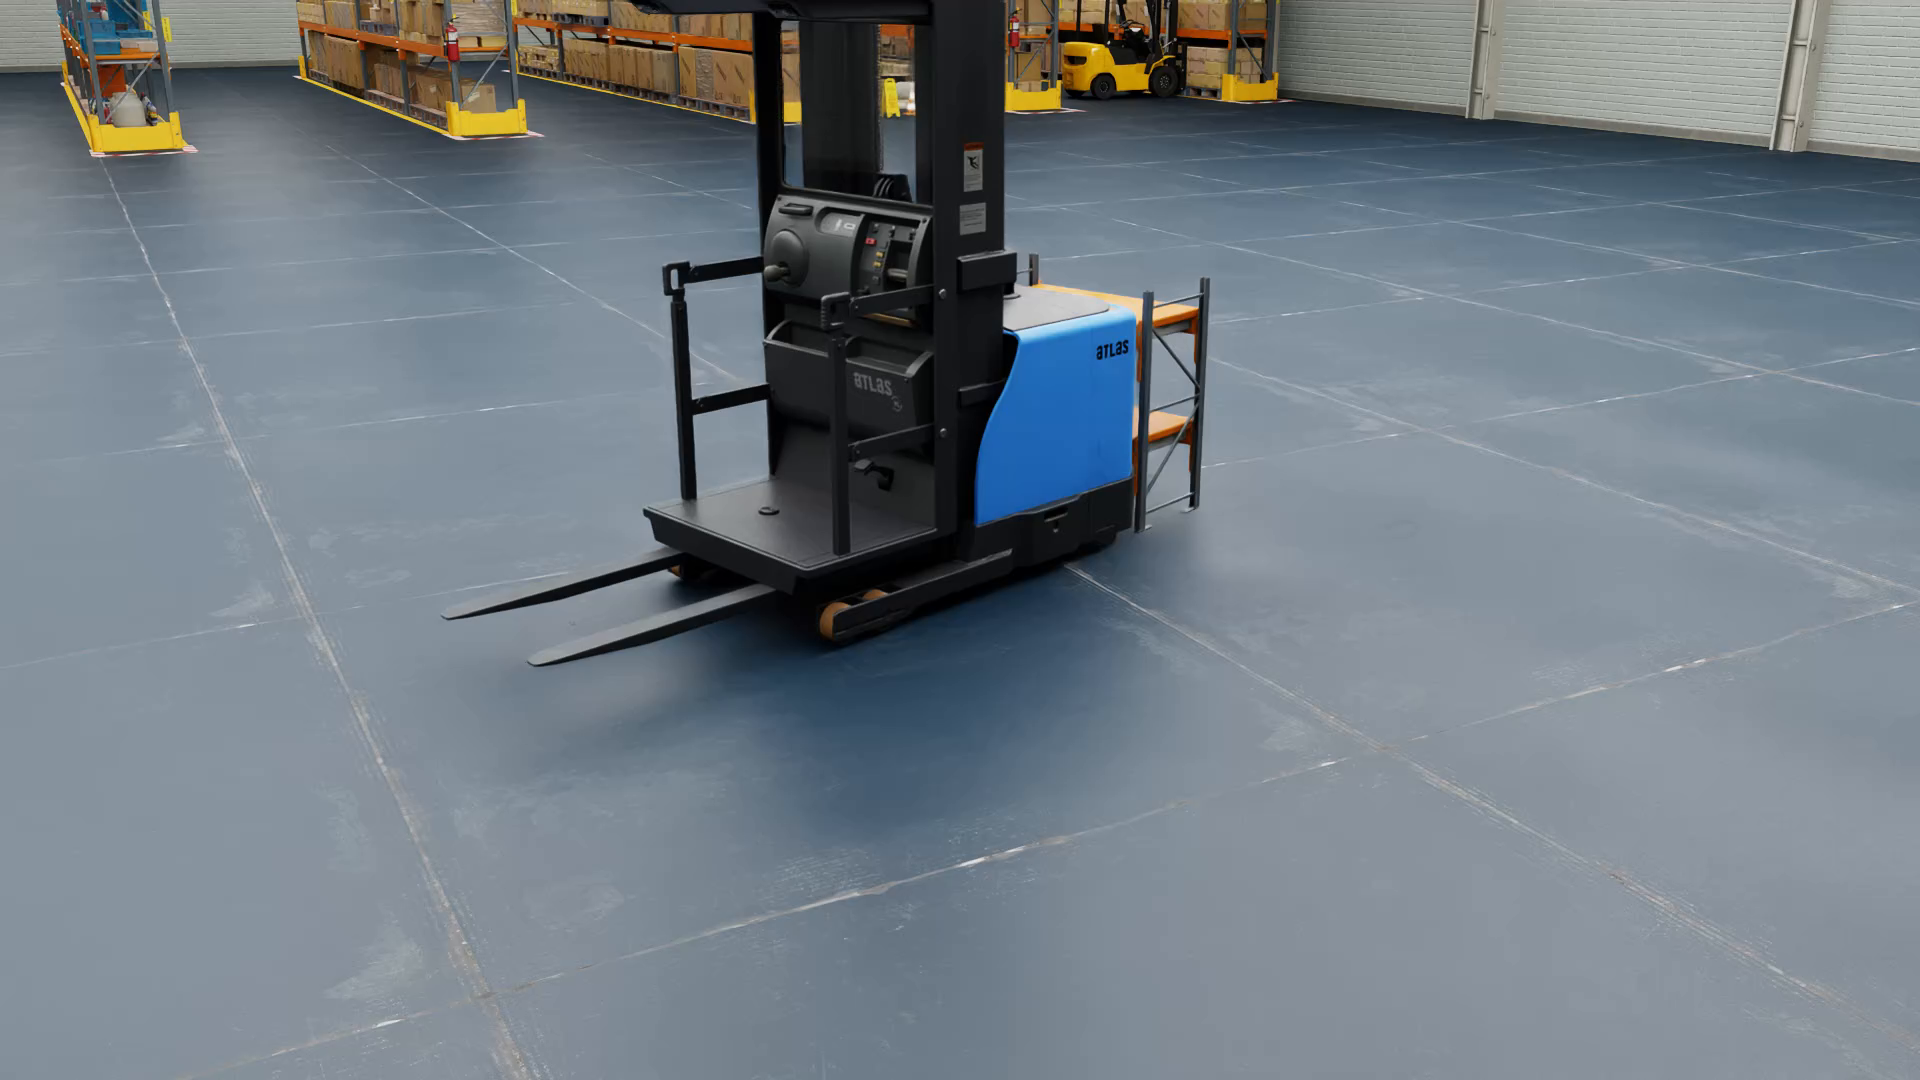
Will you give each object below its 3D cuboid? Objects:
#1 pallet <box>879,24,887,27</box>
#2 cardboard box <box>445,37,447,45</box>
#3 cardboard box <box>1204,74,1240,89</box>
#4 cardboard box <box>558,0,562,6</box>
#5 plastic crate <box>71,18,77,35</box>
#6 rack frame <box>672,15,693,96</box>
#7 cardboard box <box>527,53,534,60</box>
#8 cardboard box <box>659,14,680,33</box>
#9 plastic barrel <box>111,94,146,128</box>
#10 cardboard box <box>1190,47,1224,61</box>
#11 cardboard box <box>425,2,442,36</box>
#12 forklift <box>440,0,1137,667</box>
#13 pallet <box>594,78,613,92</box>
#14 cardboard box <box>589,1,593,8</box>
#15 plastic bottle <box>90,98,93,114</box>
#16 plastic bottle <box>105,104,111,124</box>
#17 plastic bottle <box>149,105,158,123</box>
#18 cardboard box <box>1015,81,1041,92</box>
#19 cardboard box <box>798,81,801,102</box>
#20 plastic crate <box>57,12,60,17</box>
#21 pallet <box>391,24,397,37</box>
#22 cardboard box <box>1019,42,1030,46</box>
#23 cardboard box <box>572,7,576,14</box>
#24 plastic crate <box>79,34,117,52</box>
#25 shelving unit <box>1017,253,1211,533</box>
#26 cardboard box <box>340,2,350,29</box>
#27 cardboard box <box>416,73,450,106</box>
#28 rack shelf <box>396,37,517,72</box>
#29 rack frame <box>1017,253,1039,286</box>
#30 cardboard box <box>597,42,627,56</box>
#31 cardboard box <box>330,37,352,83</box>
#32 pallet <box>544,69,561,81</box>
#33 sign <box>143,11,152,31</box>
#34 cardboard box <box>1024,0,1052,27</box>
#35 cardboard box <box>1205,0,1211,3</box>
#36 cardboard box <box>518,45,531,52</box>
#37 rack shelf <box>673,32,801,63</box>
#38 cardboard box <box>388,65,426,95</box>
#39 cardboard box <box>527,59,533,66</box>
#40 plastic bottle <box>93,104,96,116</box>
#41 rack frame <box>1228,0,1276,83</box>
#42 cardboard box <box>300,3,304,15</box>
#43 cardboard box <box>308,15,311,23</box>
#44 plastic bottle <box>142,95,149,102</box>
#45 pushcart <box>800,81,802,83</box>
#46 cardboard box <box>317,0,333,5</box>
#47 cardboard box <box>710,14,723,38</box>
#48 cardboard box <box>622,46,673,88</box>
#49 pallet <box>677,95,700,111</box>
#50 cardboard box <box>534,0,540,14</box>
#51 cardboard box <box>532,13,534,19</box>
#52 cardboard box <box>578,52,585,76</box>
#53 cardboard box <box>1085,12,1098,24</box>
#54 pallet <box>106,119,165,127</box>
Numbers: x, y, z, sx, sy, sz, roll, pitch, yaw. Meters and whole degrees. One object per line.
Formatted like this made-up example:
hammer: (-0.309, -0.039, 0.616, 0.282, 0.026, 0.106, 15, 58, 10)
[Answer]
pallet: (-1.496, -10.979, 35.145, 1.003, 0.211, 1.213, -10, 21, -27)
cardboard box: (-7.830, -7.803, 26.032, 0.380, 0.149, 0.250, -10, 21, -27)
cardboard box: (5.192, -9.090, 32.947, 0.500, 0.250, 0.500, -10, 21, -26)
cardboard box: (-8.650, -11.872, 36.724, 0.380, 0.149, 0.250, -9, 21, -25)
plastic crate: (-14.450, -8.442, 27.523, 0.392, 0.384, 0.575, -10, 21, -27)
rack frame: (-4.881, -9.688, 31.108, 1.000, 3.000, 0.127, -10, 21, -27)
cardboard box: (-10.255, -11.699, 40.209, 0.380, 0.149, 0.250, -9, 21, -25)
cardboard box: (-5.364, -9.843, 31.406, 0.500, 0.500, 0.500, -10, 21, -27)
plastic barrel: (-12.133, -6.233, 24.265, 0.421, 0.512, 0.421, 0, 19, 0)
cardboard box: (4.953, -9.706, 33.200, 0.500, 0.250, 0.500, -10, 21, -26)
cardboard box: (-7.974, -8.275, 26.405, 0.875, 0.500, 0.500, -10, 21, -27)
forklift: (-0.611, -1.167, 6.521, 3.031, 2.935, 1.130, -18, 26, -42)
pallet: (-7.150, -9.742, 35.541, 1.003, 0.211, 1.213, -10, 21, -27)
cardboard box: (-7.544, -11.204, 34.788, 0.380, 0.149, 0.250, -9, 21, -25)
plastic bottle: (-13.887, -6.940, 26.654, 0.097, 0.271, 0.097, 0, 19, 0)
plastic bottle: (-13.013, -6.509, 25.387, 0.061, 0.283, 0.133, -10, 21, -27)
plastic bottle: (-12.340, -6.520, 25.436, 0.097, 0.271, 0.097, 0, 19, 0)
cardboard box: (1.187, -8.508, 31.262, 0.500, 0.250, 0.500, -10, 21, -27)
cardboard box: (-3.240, -8.221, 30.685, 0.500, 0.500, 0.500, -6, 20, -17)
plastic crate: (-19.211, -11.264, 35.842, 0.416, 0.233, 0.300, -10, 21, -27)
pallet: (-9.529, -9.100, 29.698, 1.003, 0.211, 1.213, -10, 21, -27)
cardboard box: (1.437, -11.828, 39.504, 0.380, 0.149, 0.250, -11, 22, -29)
cardboard box: (-8.156, -11.433, 35.907, 0.380, 0.149, 0.250, -11, 22, -29)
plastic crate: (-12.558, -7.247, 24.264, 0.499, 0.251, 0.408, -10, 21, -27)
shelving unit: (0.605, -0.739, 8.050, 1.048, 1.125, 0.538, 16, 25, 38)
cardboard box: (-12.127, -10.540, 33.424, 0.500, 0.500, 0.500, -11, 22, -28)
cardboard box: (-9.139, -7.844, 28.954, 0.500, 0.500, 0.500, -11, 22, -28)
rack shelf: (-8.344, -8.034, 27.419, 1.077, 0.370, 4.000, -10, 21, -27)
rack frame: (0.222, -0.849, 8.366, 0.032, 1.125, 0.500, 16, 25, 38)
cardboard box: (-7.336, -10.363, 35.104, 0.500, 0.250, 0.500, -11, 22, -28)
cardboard box: (-12.346, -10.002, 34.633, 1.225, 0.875, 0.875, -11, 22, -29)
pallet: (-9.030, -10.853, 38.761, 1.003, 0.211, 1.213, -10, 21, -27)
sign: (-13.163, -8.394, 26.935, 0.100, 0.325, 0.005, -10, 21, -27)
cardboard box: (1.346, -9.702, 30.540, 0.500, 0.500, 0.500, -10, 22, -27)
cardboard box: (5.066, -10.668, 32.801, 0.380, 0.149, 0.250, -10, 21, -26)
cardboard box: (-10.629, -12.062, 40.802, 0.380, 0.149, 0.250, -11, 22, -29)
rack shelf: (-3.931, -8.774, 29.562, 1.077, 0.370, 4.000, -10, 21, -27)
cardboard box: (-10.308, -8.615, 31.157, 0.700, 0.500, 0.500, -8, 21, -22)
cardboard box: (-10.267, -11.560, 40.262, 0.380, 0.149, 0.250, -10, 21, -26)
plastic bottle: (-13.173, -6.529, 25.456, 0.152, 0.276, 0.135, -11, 22, -28)
rack frame: (5.694, -10.105, 32.318, 1.000, 3.000, 0.127, -10, 21, -27)
cardboard box: (-14.749, -12.135, 37.975, 0.500, 0.250, 0.500, -10, 22, -27)
cardboard box: (-14.382, -11.680, 37.267, 0.380, 0.149, 0.250, -11, 22, -28)
plastic bottle: (-12.849, -6.849, 26.268, 0.144, 0.351, 0.185, -10, 21, -27)
pushcart: (-2.555, -8.876, 32.777, 0.936, 0.377, 1.648, 16, 25, 39)
cardboard box: (-13.546, -11.760, 35.737, 0.500, 0.500, 0.500, -9, 21, -25)
cardboard box: (-3.921, -9.190, 29.437, 0.875, 0.550, 0.500, -10, 21, -27)
cardboard box: (-6.152, -9.532, 33.461, 1.050, 0.750, 0.750, -10, 21, -26)
pallet: (-4.588, -8.139, 30.895, 1.003, 0.211, 1.213, -10, 21, -27)
cardboard box: (-9.639, -12.559, 38.821, 0.500, 0.500, 0.500, -10, 21, -27)
cardboard box: (-9.928, -12.430, 39.441, 0.380, 0.149, 0.250, -9, 21, -25)
cardboard box: (-8.049, -10.448, 36.500, 0.500, 0.500, 0.500, -10, 21, -26)
cardboard box: (3.081, -11.430, 36.387, 0.500, 0.250, 0.500, -10, 21, -27)
pallet: (-12.787, -6.313, 25.604, 1.003, 0.211, 1.213, -10, 21, -27)
